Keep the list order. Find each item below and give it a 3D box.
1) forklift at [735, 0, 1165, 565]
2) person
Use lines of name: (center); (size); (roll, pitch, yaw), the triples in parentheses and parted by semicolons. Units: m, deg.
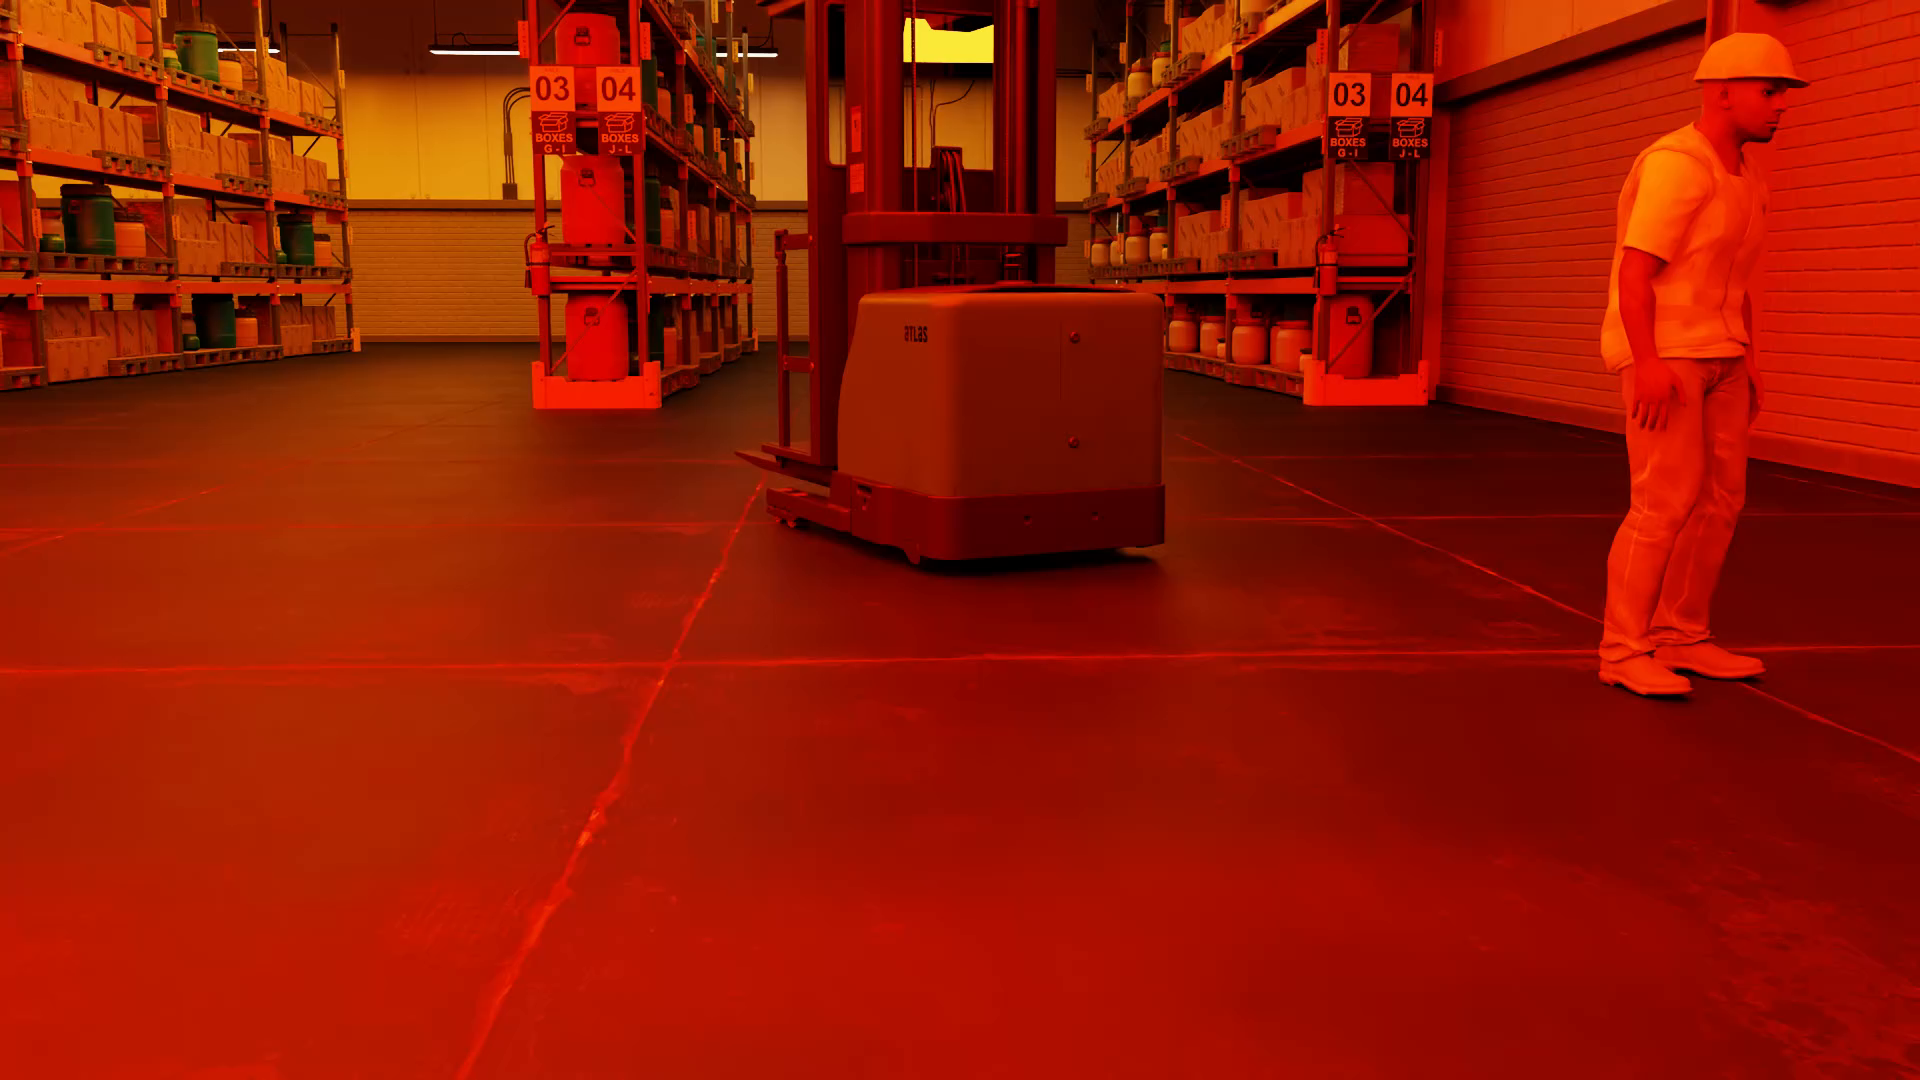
forklift: (-0.264, -1.530, 7.637); (1.130, 2.935, 3.031); (-4, 9, -25)
person: (2.022, -0.480, 4.561); (0.634, 1.759, 0.460); (-7, 11, -38)
